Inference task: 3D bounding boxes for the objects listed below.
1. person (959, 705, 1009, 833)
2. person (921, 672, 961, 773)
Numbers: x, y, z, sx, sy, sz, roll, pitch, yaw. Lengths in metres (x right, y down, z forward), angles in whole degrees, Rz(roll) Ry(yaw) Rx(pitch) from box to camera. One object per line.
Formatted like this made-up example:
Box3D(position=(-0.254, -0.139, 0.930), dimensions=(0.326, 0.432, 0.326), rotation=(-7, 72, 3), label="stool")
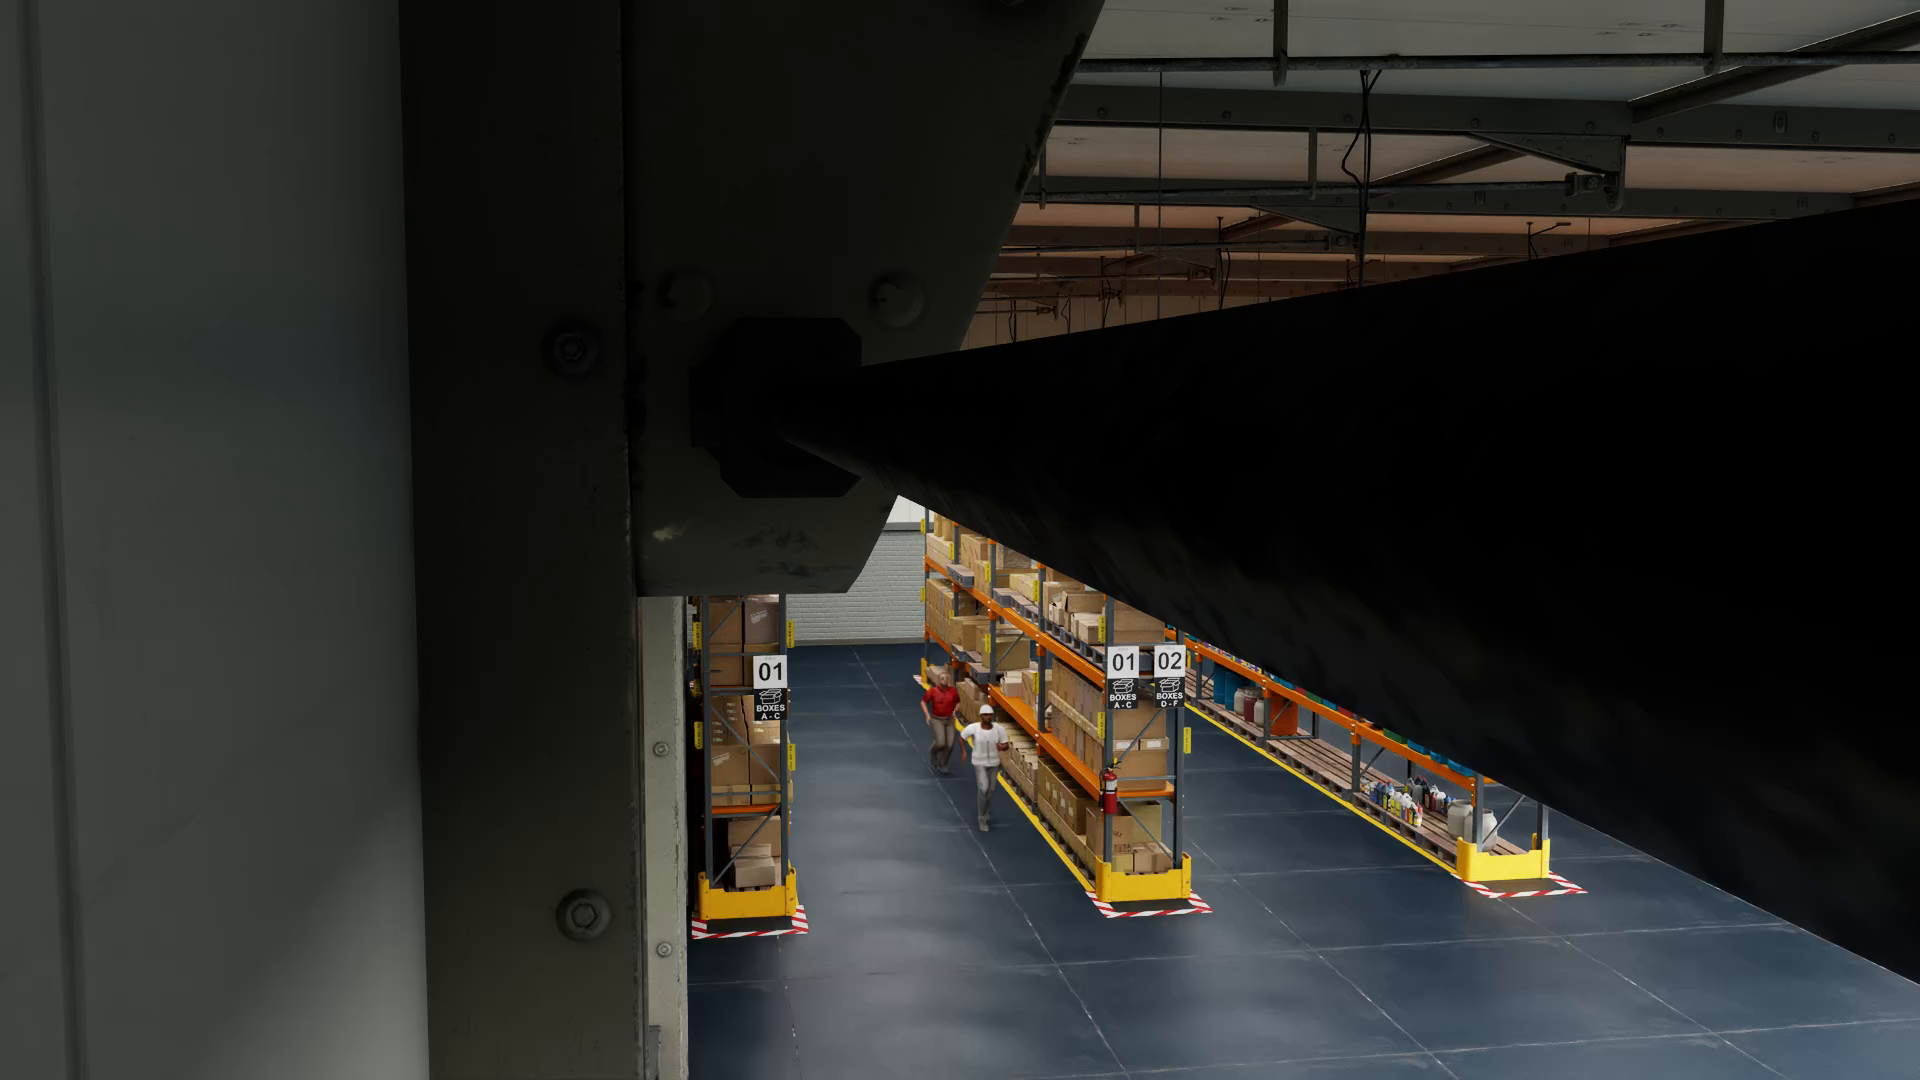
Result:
Box3D(position=(0.375, 3.311, 24.302), dimensions=(0.675, 1.831, 0.781), rotation=(-2, 5, -18), label="person")
Box3D(position=(-0.274, 3.051, 27.744), dimensions=(0.658, 1.683, 0.590), rotation=(-2, 5, -19), label="person")
